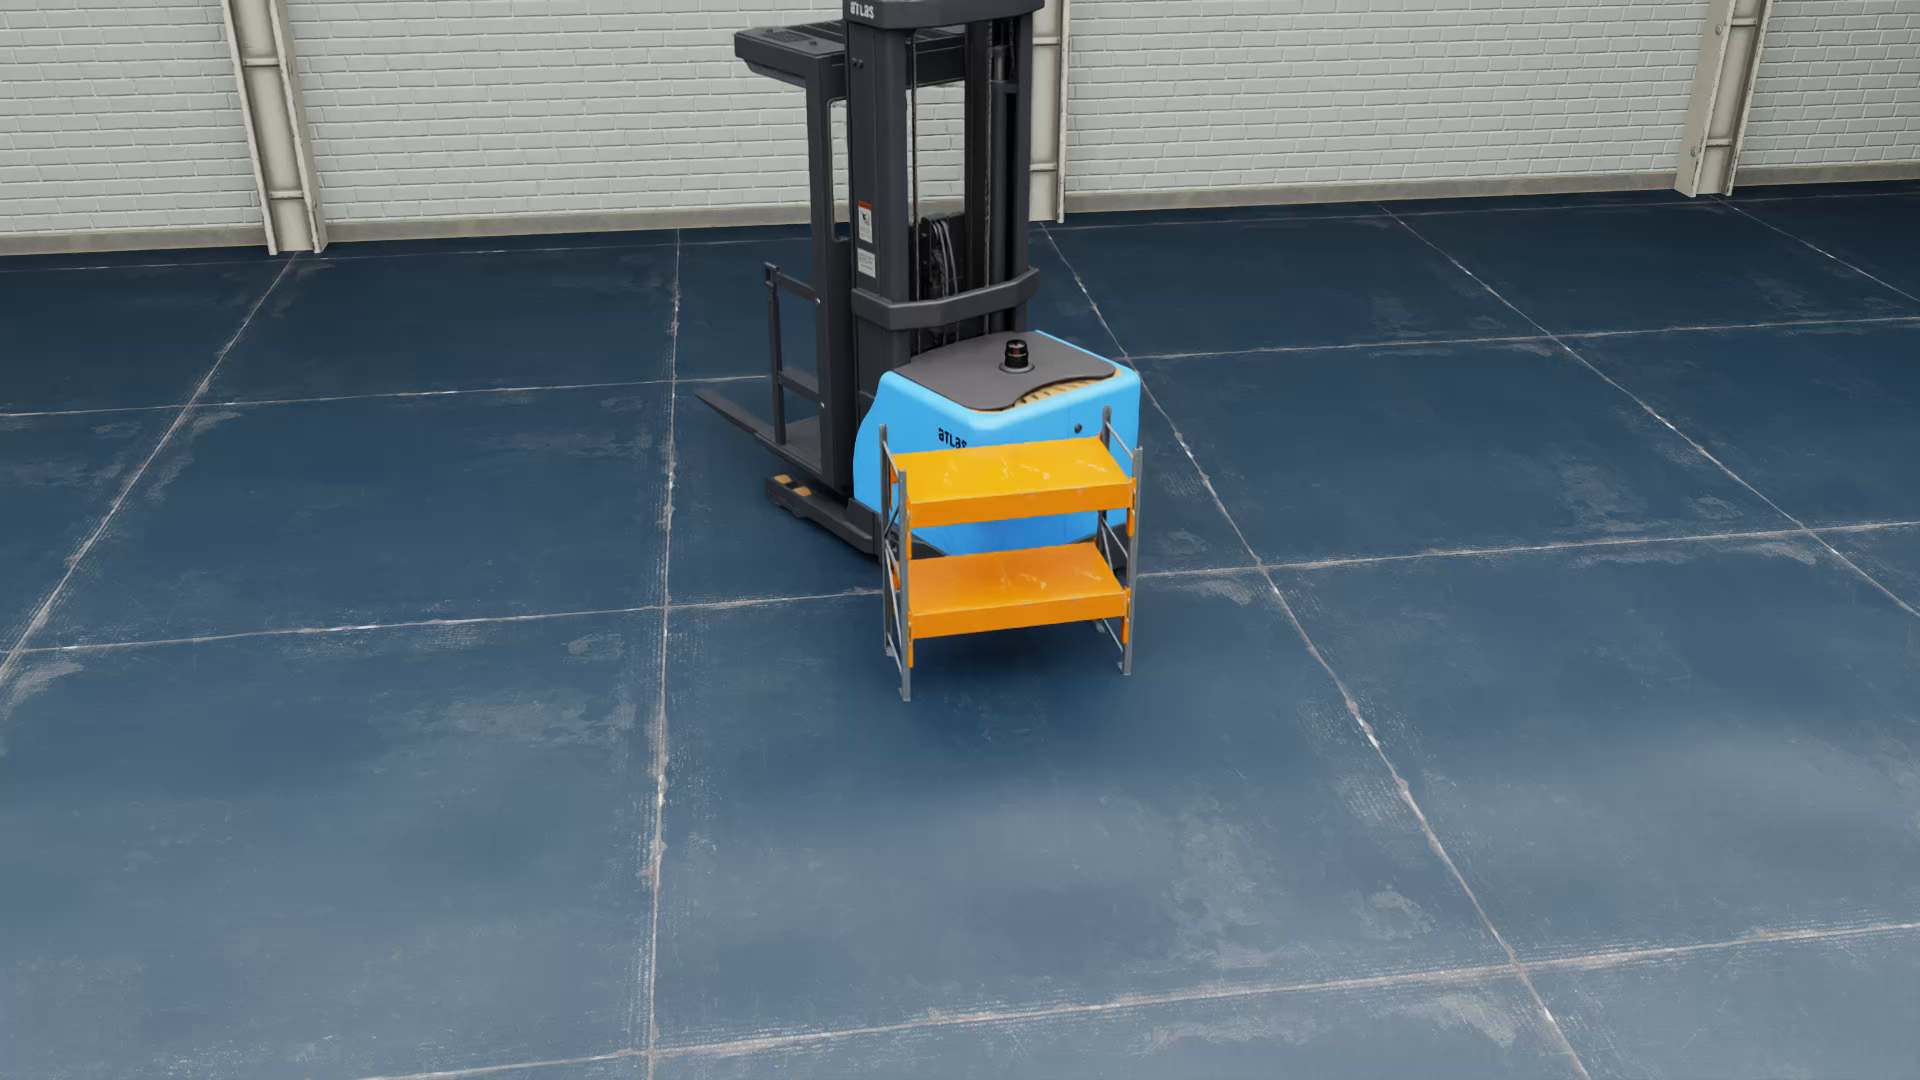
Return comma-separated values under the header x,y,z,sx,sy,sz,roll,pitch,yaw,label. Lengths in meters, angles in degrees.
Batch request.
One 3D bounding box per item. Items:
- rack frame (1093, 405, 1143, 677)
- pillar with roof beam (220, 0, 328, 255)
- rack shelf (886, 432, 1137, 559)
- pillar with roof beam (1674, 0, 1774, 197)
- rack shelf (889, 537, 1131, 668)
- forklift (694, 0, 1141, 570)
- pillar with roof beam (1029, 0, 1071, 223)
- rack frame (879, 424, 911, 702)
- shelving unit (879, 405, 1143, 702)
x,y,z,sx,sy,sz,roll,pitch,yaw,label
0.707,0.006,7.506,0.032,1.125,0.500,-6,28,-11,rack frame
-4.685,-4.394,7.456,0.400,9.000,9.100,-4,27,-7,pillar with roof beam
0.210,-0.205,7.277,1.000,0.278,0.538,-6,28,-11,rack shelf
7.198,-5.157,8.944,0.400,9.000,9.100,-4,27,-7,pillar with roof beam
0.210,0.273,7.522,1.000,0.278,0.538,-6,28,-11,rack shelf
-0.414,-1.548,8.557,1.130,2.935,3.031,-19,33,-33,forklift
1.256,-4.776,8.200,0.400,9.000,9.100,-4,27,-7,pillar with roof beam
-0.287,0.104,7.314,0.032,1.125,0.500,-6,28,-11,rack frame
0.210,0.055,7.410,1.048,1.125,0.538,-6,28,-11,shelving unit
